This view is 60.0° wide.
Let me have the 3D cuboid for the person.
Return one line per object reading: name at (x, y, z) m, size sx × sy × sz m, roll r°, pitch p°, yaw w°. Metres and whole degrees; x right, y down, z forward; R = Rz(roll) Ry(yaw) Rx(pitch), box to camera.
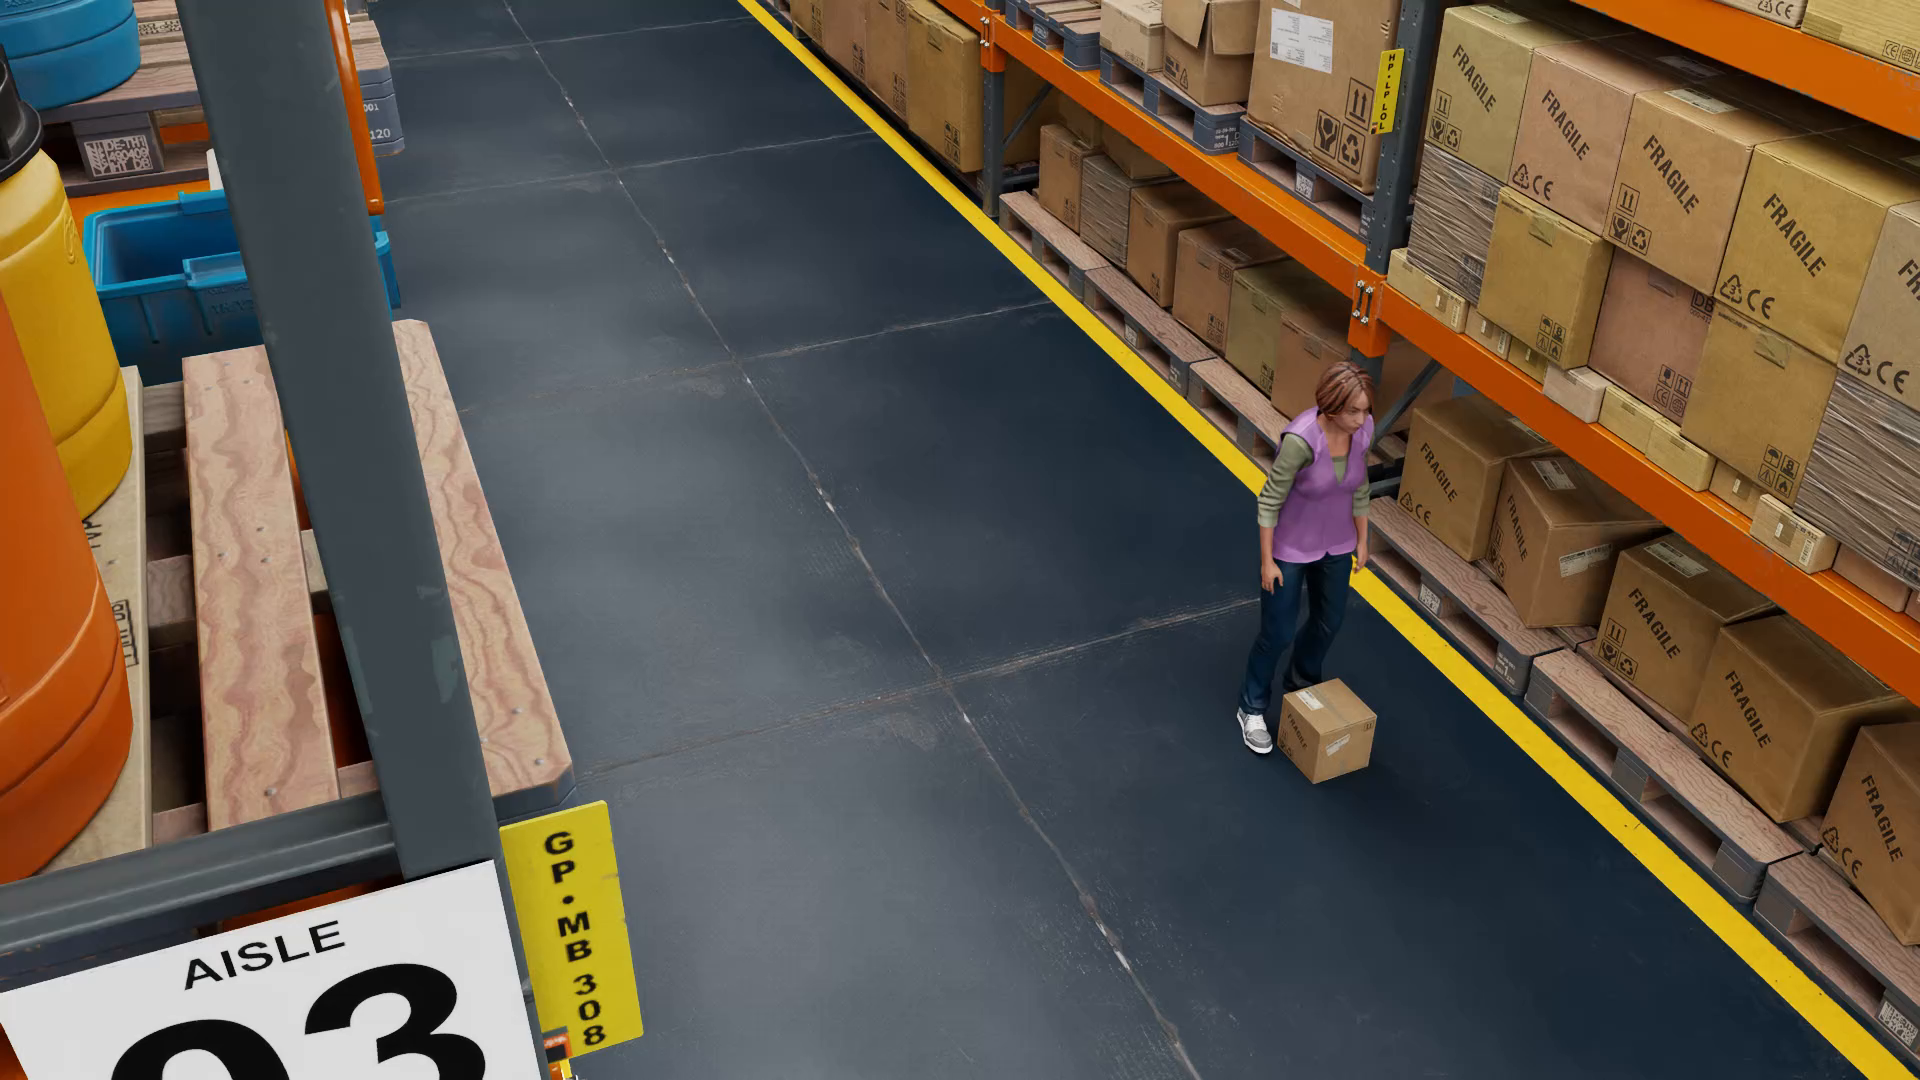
person at (1.283, 0.048, 6.090) m, size 0.462 × 1.582 × 0.343 m, roll -13°, pitch 36°, yaw -18°
